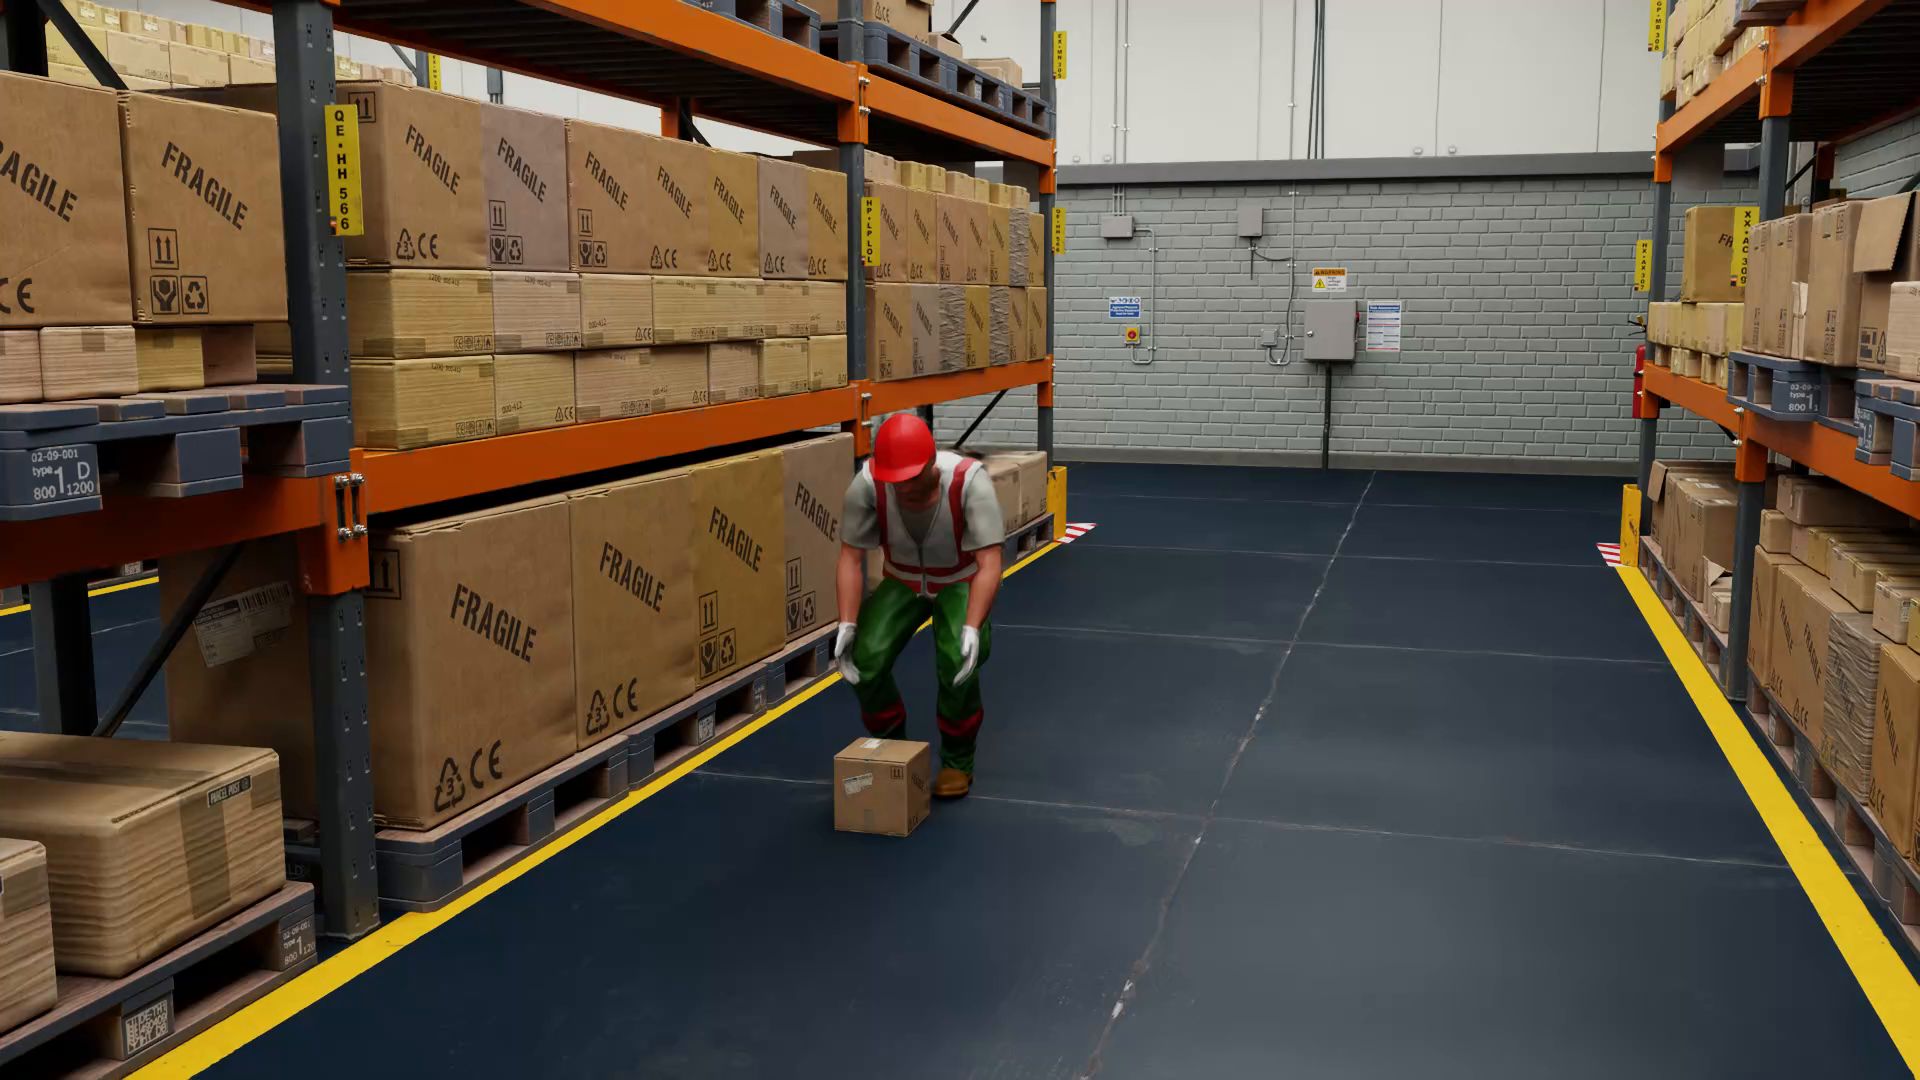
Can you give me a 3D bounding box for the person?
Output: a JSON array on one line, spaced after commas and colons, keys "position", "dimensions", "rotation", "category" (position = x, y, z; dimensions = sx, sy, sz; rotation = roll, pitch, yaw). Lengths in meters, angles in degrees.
[{"position": [-0.169, 0.533, 5.734], "dimensions": [0.526, 0.797, 0.949], "rotation": [2, 9, 16], "category": "person"}]
